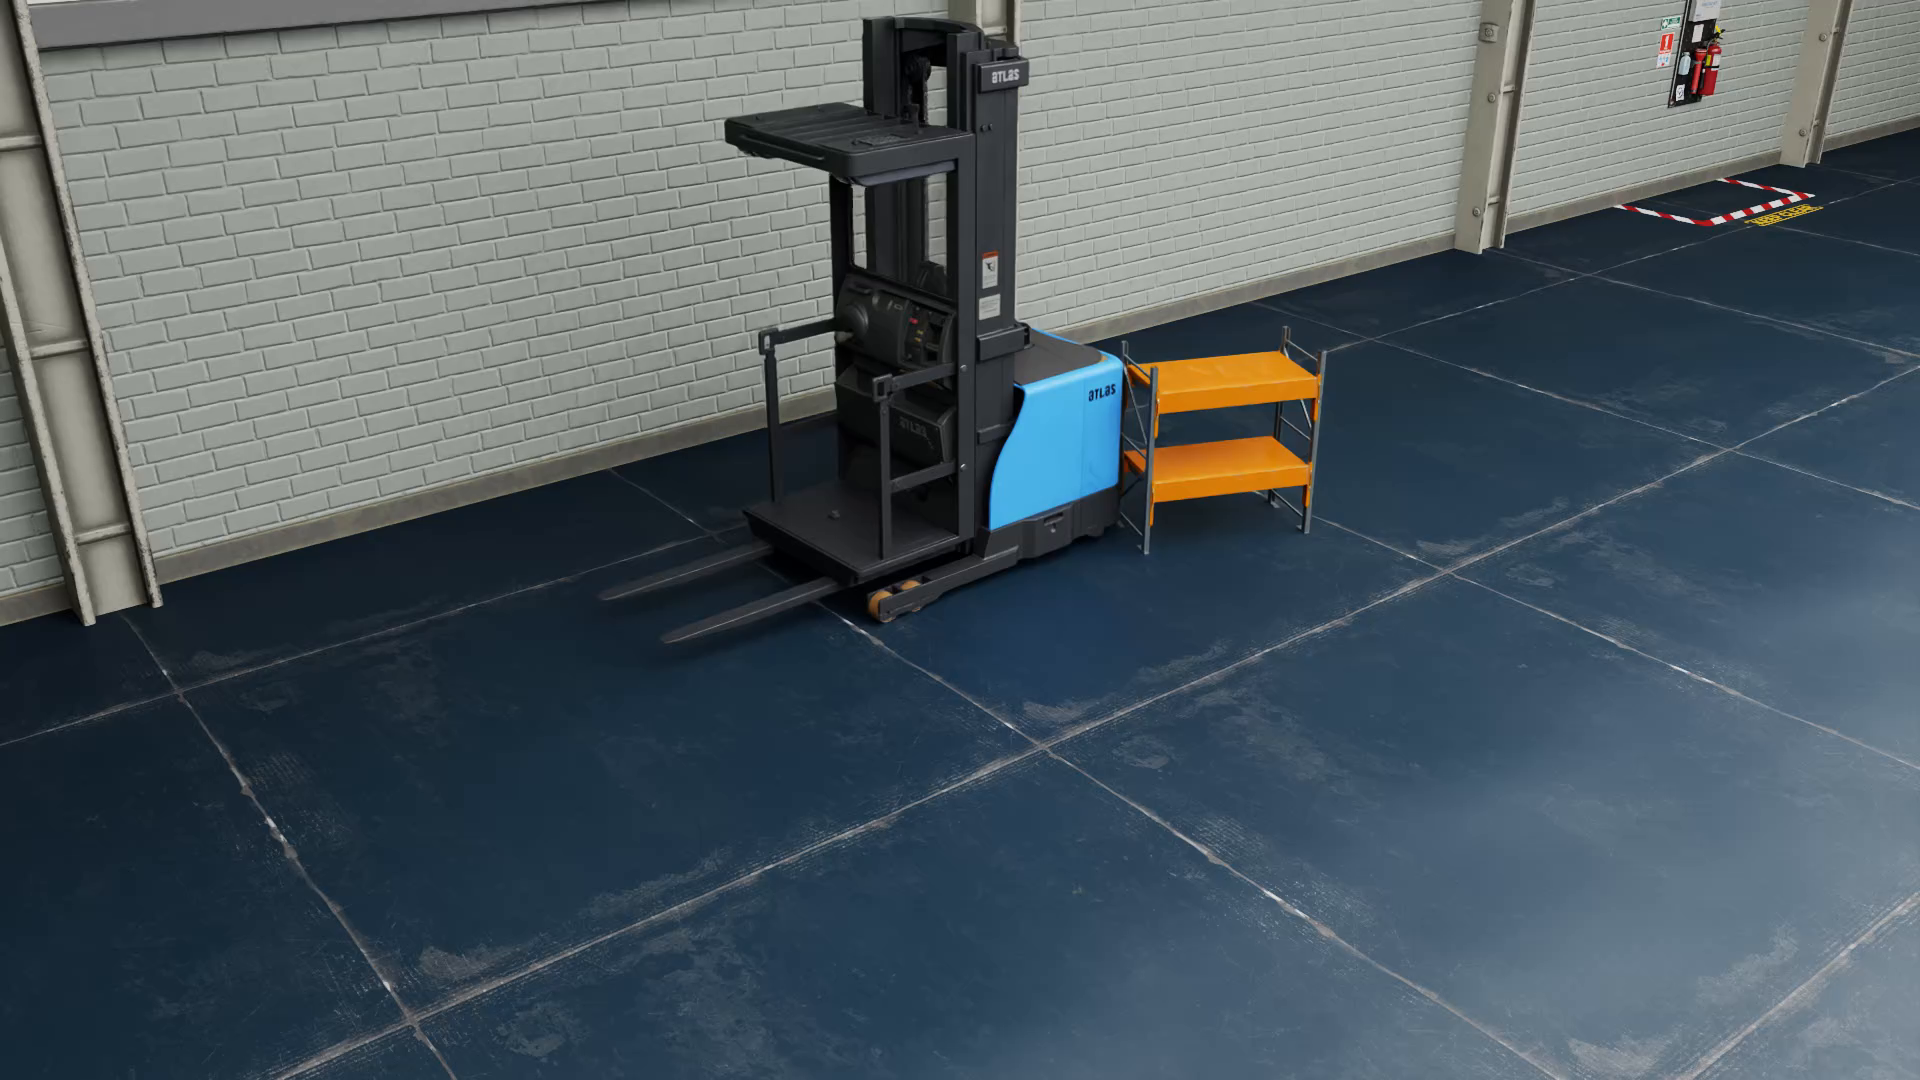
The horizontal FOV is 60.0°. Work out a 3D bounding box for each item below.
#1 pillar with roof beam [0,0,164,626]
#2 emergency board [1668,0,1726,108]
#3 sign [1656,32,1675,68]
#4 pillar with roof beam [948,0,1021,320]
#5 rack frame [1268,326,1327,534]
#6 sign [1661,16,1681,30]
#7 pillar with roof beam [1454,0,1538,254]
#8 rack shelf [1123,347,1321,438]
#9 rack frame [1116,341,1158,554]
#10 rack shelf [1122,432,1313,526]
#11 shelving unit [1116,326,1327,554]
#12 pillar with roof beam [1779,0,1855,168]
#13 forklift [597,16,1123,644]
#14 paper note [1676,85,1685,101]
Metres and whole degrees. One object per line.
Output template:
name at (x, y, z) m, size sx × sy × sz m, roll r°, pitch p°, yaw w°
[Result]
pillar with roof beam at (-1.900, -2.303, 4.022) m, size 0.400 × 9.000 × 9.100 m, roll -18°, pitch 31°, yaw -34°
emergency board at (7.640, -5.054, 17.077) m, size 0.643 × 1.169 × 0.194 m, roll -18°, pitch 31°, yaw -34°
sign at (7.142, -4.961, 16.833) m, size 0.234 × 0.329 × 0.001 m, roll -18°, pitch 31°, yaw -34°
pillar with roof beam at (2.822, -3.861, 7.380) m, size 0.400 × 9.000 × 9.100 m, roll -18°, pitch 31°, yaw -34°
rack frame at (1.982, -0.649, 9.812) m, size 0.032 × 1.125 × 0.500 m, roll -7°, pitch 26°, yaw -14°
sign at (7.151, -5.199, 16.718) m, size 0.331 × 0.109 × 0.001 m, roll -18°, pitch 31°, yaw -34°
pillar with roof beam at (7.543, -5.420, 10.739) m, size 0.400 × 9.000 × 9.100 m, roll -18°, pitch 31°, yaw -34°
rack shelf at (1.493, -0.856, 9.562) m, size 1.000 × 0.278 × 0.538 m, roll -7°, pitch 26°, yaw -14°
rack frame at (1.005, -0.531, 9.558) m, size 0.032 × 1.125 × 0.500 m, roll -7°, pitch 26°, yaw -14°
rack shelf at (1.493, -0.368, 9.788) m, size 1.000 × 0.278 × 0.538 m, roll -7°, pitch 26°, yaw -14°
shelving unit at (1.493, -0.590, 9.685) m, size 1.048 × 1.125 × 0.538 m, roll -7°, pitch 26°, yaw -14°
pillar with roof beam at (12.265, -6.978, 14.097) m, size 0.400 × 9.000 × 9.100 m, roll -18°, pitch 31°, yaw -34°
forklift at (-0.509, -1.141, 8.726) m, size 3.031 × 2.935 × 1.130 m, roll -20°, pitch 31°, yaw -36°
paper note at (7.458, -4.631, 17.212) m, size 0.142 × 0.148 × 0.016 m, roll -18°, pitch 31°, yaw -34°
